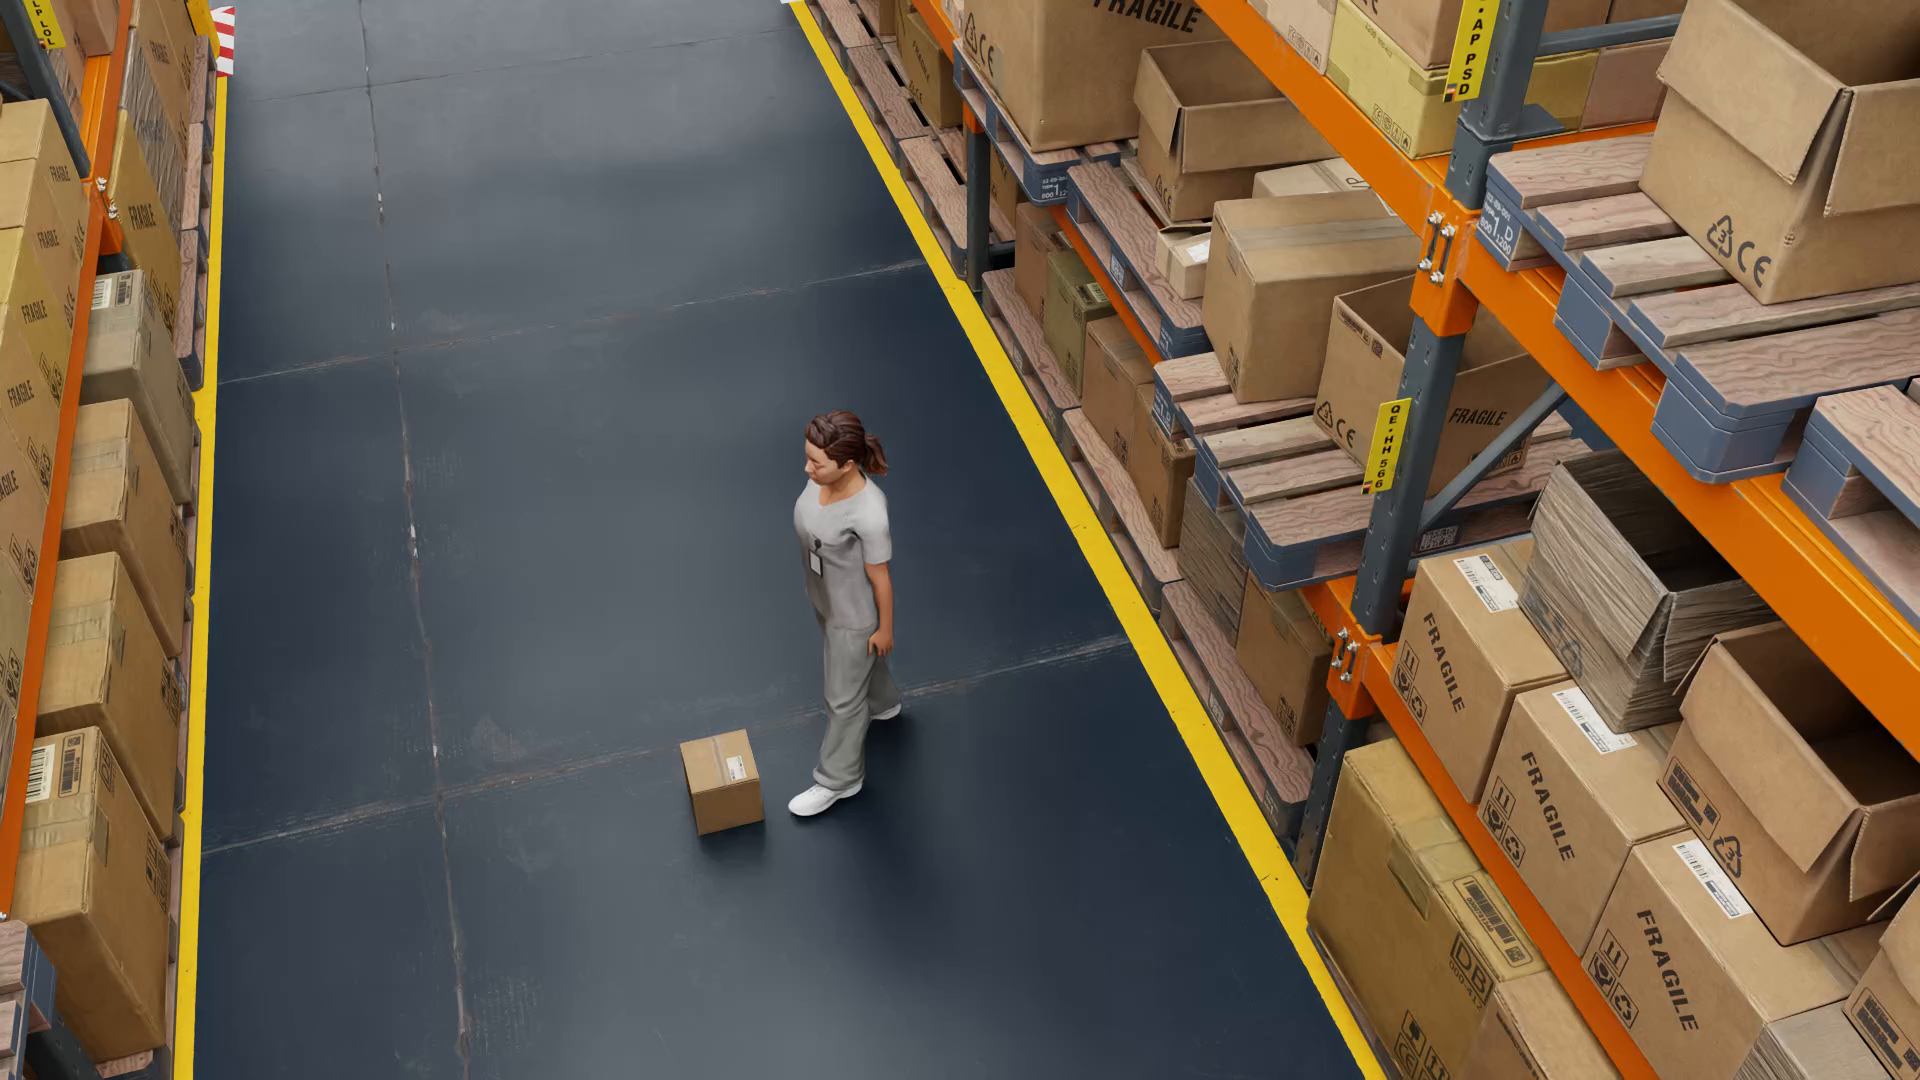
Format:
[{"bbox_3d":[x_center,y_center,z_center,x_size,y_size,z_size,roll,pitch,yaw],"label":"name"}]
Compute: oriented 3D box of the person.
[{"bbox_3d":[-0.446,0.235,5.899,0.624,1.672,0.460,-23,47,-23],"label":"person"}]
